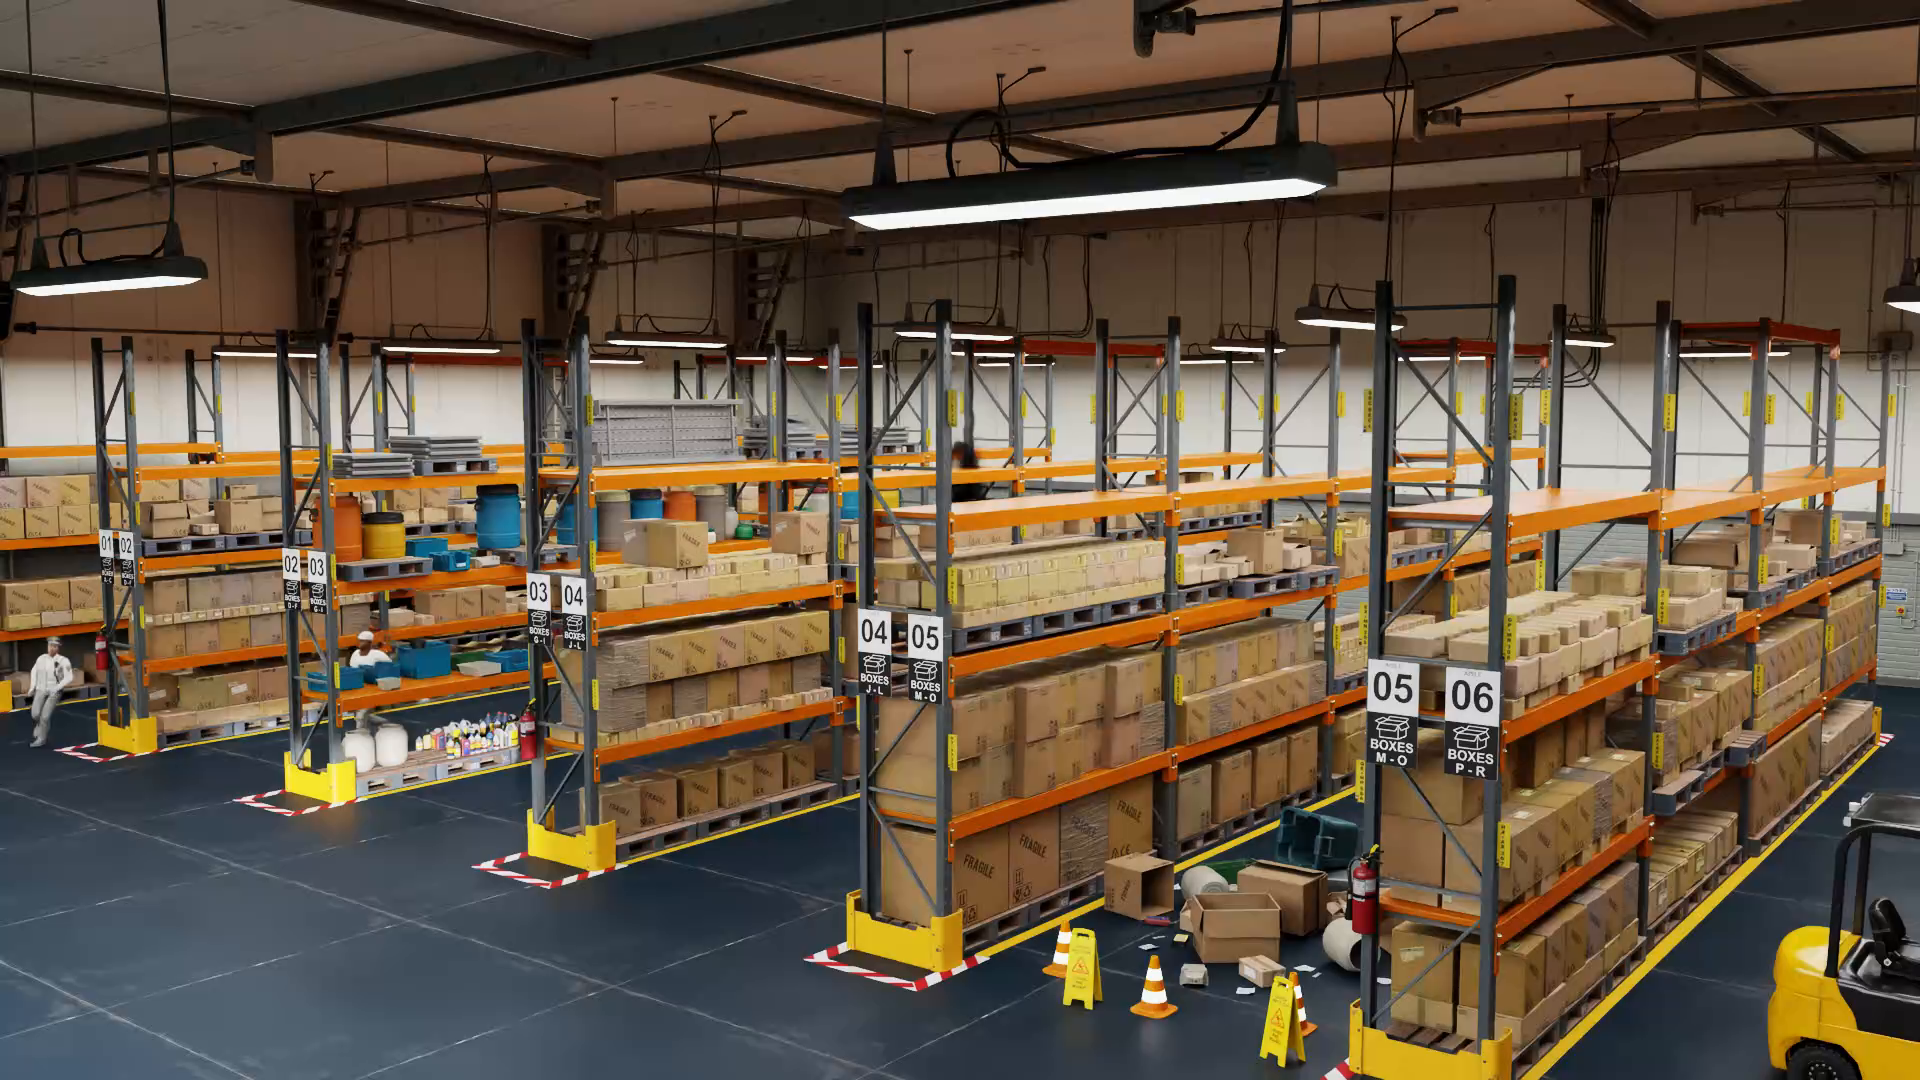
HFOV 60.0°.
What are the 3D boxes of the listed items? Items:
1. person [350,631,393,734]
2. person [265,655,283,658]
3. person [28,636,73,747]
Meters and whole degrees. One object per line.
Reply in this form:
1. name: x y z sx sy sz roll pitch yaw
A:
1. person: -8.594 2.187 24.092 0.699 1.752 0.923 2 6 26
2. person: -11.627 1.865 28.331 0.615 1.643 0.899 3 6 32
3. person: -13.396 2.229 24.434 0.627 1.620 0.486 -1 5 -8
